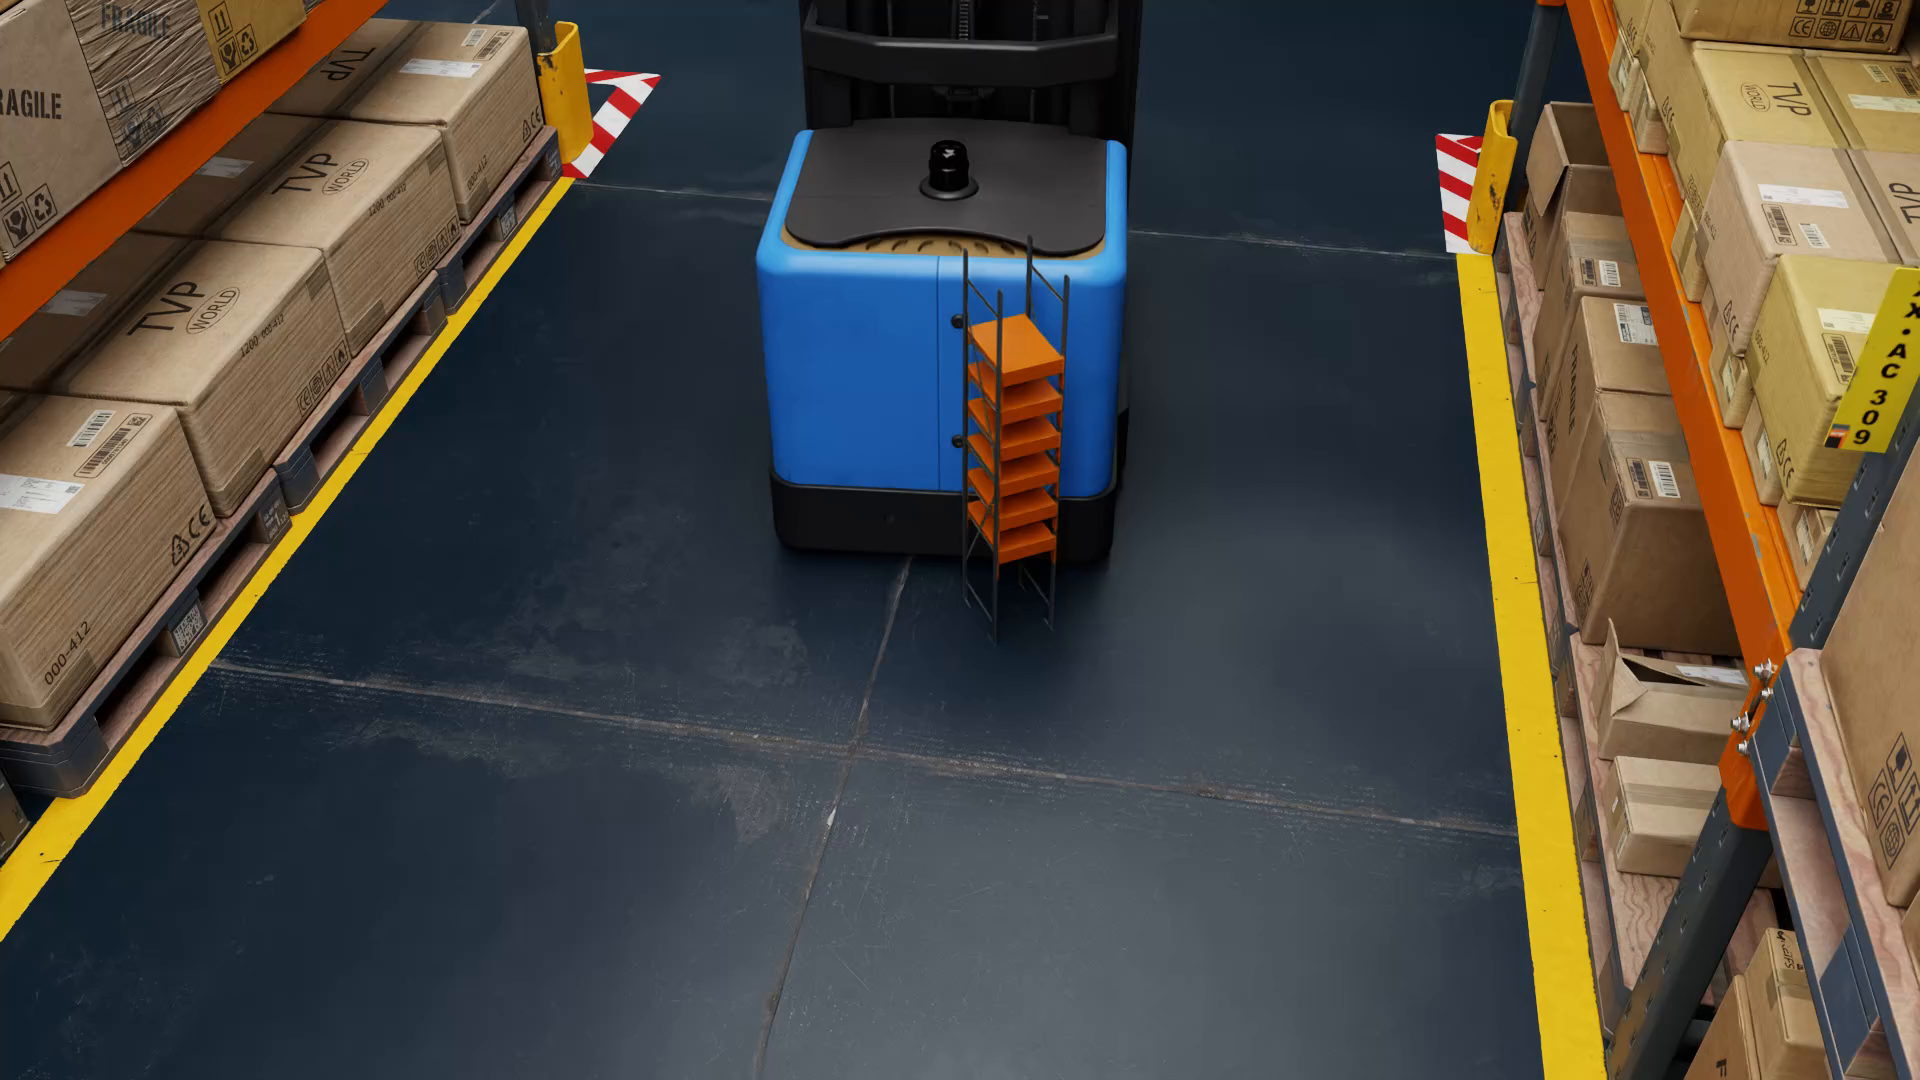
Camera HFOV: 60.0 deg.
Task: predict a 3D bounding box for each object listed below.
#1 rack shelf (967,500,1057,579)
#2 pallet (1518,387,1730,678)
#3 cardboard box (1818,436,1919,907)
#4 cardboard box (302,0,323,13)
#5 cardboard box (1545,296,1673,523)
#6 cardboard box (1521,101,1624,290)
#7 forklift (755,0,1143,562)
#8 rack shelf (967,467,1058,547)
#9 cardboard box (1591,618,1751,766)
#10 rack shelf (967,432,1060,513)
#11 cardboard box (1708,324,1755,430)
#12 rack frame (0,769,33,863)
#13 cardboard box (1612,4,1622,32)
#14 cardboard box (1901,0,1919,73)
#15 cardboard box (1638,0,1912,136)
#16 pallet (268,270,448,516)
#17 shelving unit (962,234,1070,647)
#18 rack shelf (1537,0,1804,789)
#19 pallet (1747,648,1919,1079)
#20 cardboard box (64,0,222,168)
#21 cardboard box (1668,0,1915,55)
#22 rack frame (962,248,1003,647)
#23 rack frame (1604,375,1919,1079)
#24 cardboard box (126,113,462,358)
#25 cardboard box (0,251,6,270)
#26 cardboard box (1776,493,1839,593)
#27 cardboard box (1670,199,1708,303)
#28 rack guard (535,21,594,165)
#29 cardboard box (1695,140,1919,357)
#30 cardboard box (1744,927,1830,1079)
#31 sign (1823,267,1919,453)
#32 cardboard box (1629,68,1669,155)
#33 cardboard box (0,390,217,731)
[{"bbox_3d":[0.141,-0.022,4.782,0.180,0.103,0.258,-15,42,-18],"label":"rack shelf"},{"bbox_3d":[2.291,-0.005,5.090,1.003,0.211,1.213,6,40,8],"label":"pallet"},{"bbox_3d":[1.658,0.198,2.249,0.700,0.500,0.500,7,40,9],"label":"cardboard box"},{"bbox_3d":[-2.239,-2.006,5.243,0.500,0.500,0.500,7,40,9],"label":"cardboard box"},{"bbox_3d":[2.079,-0.363,4.968,0.500,0.500,0.500,7,40,8],"label":"cardboard box"},{"bbox_3d":[2.455,-1.218,5.998,0.797,0.503,0.637,5,40,6],"label":"cardboard box"},{"bbox_3d":[0.053,-1.990,5.357,1.130,2.935,3.031,3,40,3],"label":"forklift"},{"bbox_3d":[0.141,-0.115,4.705,0.180,0.103,0.258,-15,42,-18],"label":"rack shelf"},{"bbox_3d":[1.831,0.405,4.222,0.396,0.266,0.258,8,40,9],"label":"cardboard box"},{"bbox_3d":[0.141,-0.207,4.629,0.180,0.103,0.258,-15,42,-18],"label":"rack shelf"},{"bbox_3d":[1.813,-0.344,3.509,0.380,0.149,0.250,7,40,9],"label":"cardboard box"},{"bbox_3d":[-2.928,-0.426,3.411,1.000,3.000,0.127,6,40,8],"label":"rack frame"},{"bbox_3d":[2.213,-1.633,5.068,0.380,0.149,0.250,8,40,9],"label":"cardboard box"},{"bbox_3d":[2.564,-1.168,4.193,0.500,0.250,0.500,6,40,8],"label":"cardboard box"},{"bbox_3d":[2.071,-1.235,4.274,0.500,0.250,0.500,5,40,7],"label":"cardboard box"},{"bbox_3d":[-2.510,-0.588,5.795,1.003,0.211,1.213,6,40,8],"label":"pallet"},{"bbox_3d":[0.141,-0.241,4.600,0.189,1.200,0.258,-15,42,-18],"label":"shelving unit"},{"bbox_3d":[2.308,-0.859,4.499,1.077,0.370,4.000,6,40,8],"label":"rack shelf"},{"bbox_3d":[1.716,0.683,2.221,1.003,0.211,1.213,6,40,8],"label":"pallet"},{"bbox_3d":[-2.405,-1.357,4.458,0.500,0.500,0.500,7,40,8],"label":"cardboard box"},{"bbox_3d":[2.051,-1.541,4.055,0.500,0.500,0.500,7,40,9],"label":"cardboard box"},{"bbox_3d":[0.057,-0.219,4.573,0.006,1.200,0.240,-15,42,-18],"label":"rack frame"},{"bbox_3d":[1.962,0.119,2.752,1.000,3.000,0.127,6,40,8],"label":"rack frame"},{"bbox_3d":[-2.401,-1.110,5.920,0.875,0.438,0.875,7,40,9],"label":"cardboard box"},{"bbox_3d":[-2.588,-0.730,3.700,0.500,0.500,0.500,8,40,9],"label":"cardboard box"},{"bbox_3d":[1.768,-0.012,3.108,0.380,0.149,0.250,7,40,8],"label":"cardboard box"},{"bbox_3d":[1.902,-0.669,3.902,0.380,0.149,0.250,6,40,7],"label":"cardboard box"},{"bbox_3d":[-2.231,-1.988,7.262,1.175,0.500,0.348,6,40,8],"label":"rack guard"},{"bbox_3d":[1.882,-0.600,3.506,0.500,0.250,0.500,7,40,8],"label":"cardboard box"},{"bbox_3d":[1.638,0.866,2.971,0.380,0.149,0.250,8,40,10],"label":"cardboard box"},{"bbox_3d":[1.426,-0.269,2.543,0.100,0.325,0.005,6,40,8],"label":"sign"},{"bbox_3d":[2.030,-1.148,4.481,0.380,0.149,0.250,7,40,9],"label":"cardboard box"},{"bbox_3d":[-2.713,0.018,4.556,0.875,0.438,0.875,6,40,7],"label":"cardboard box"}]
